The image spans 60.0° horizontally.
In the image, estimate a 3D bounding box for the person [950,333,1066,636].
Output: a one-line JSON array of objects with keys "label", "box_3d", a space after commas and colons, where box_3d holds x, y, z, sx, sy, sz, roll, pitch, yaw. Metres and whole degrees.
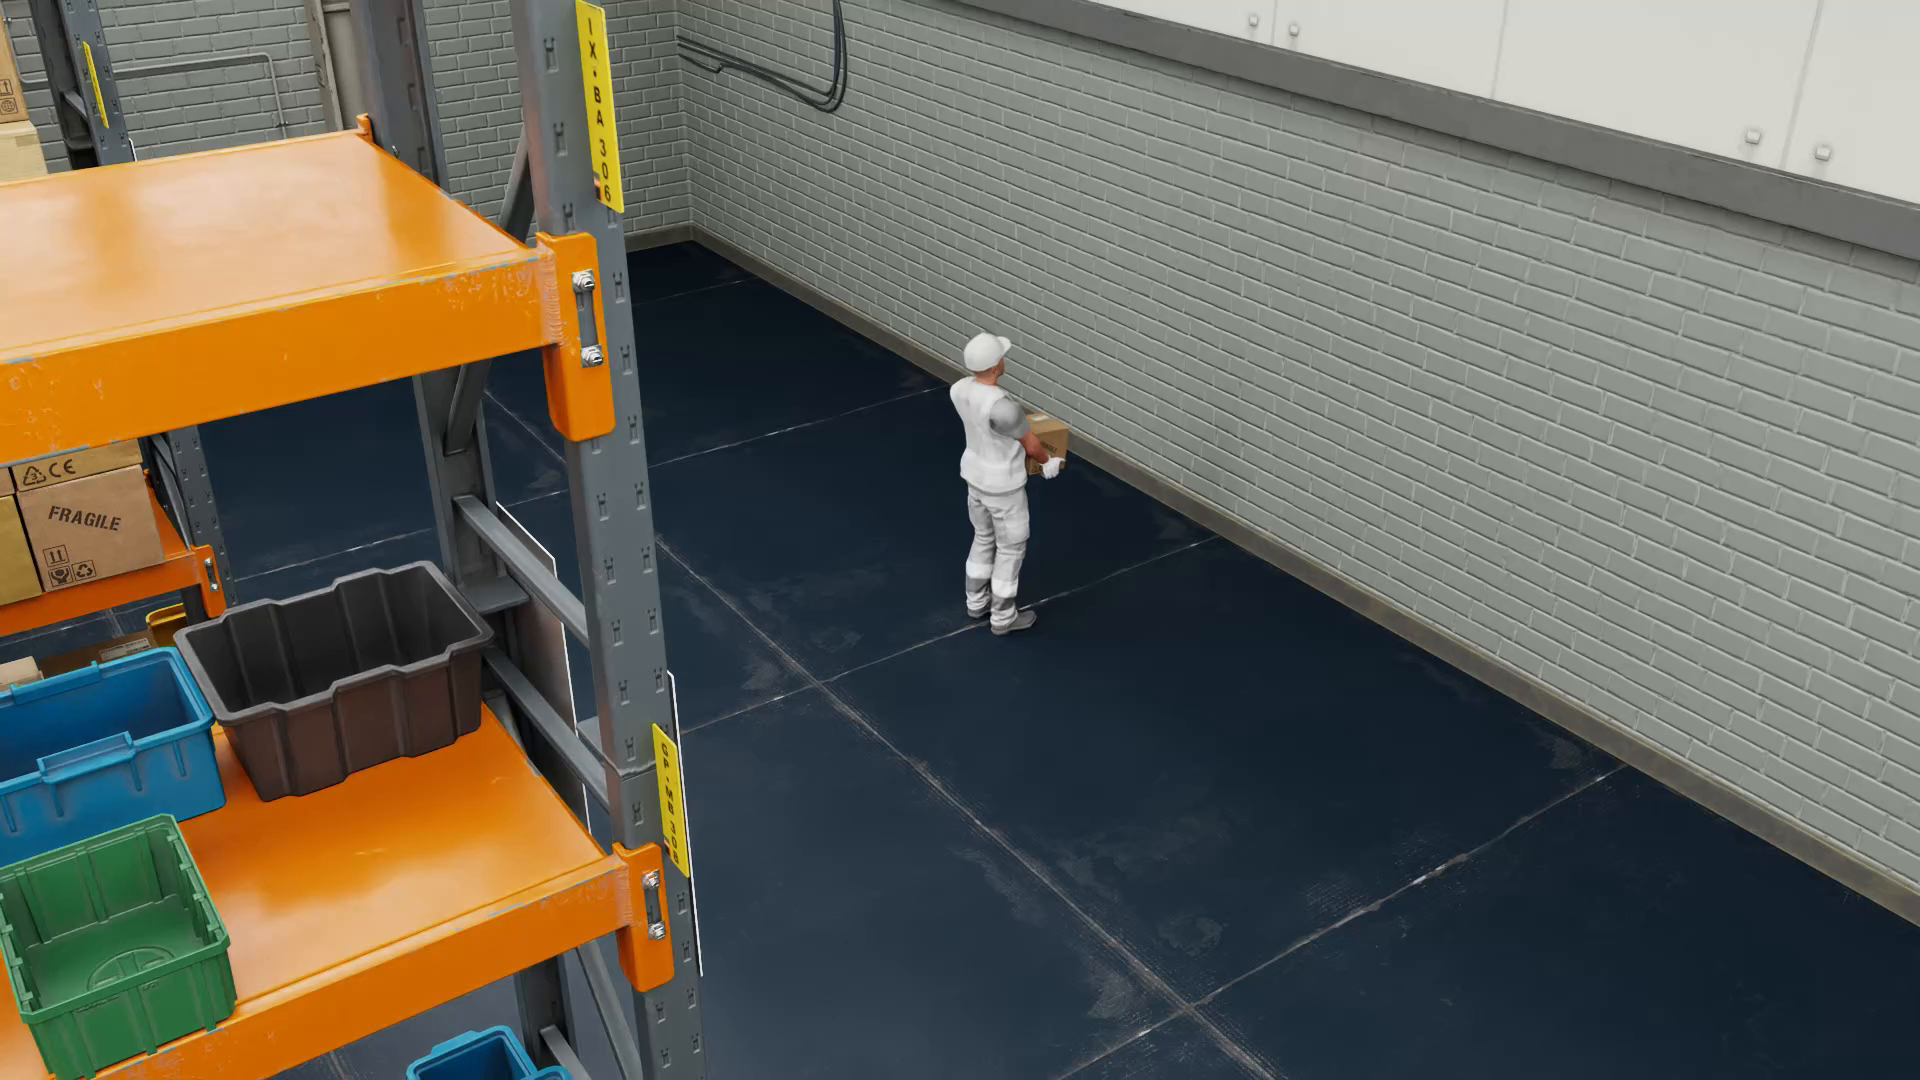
[{"label": "person", "box_3d": [0.273, -0.350, 9.312, 0.573, 1.782, 0.493, -18, 33, -30]}]
